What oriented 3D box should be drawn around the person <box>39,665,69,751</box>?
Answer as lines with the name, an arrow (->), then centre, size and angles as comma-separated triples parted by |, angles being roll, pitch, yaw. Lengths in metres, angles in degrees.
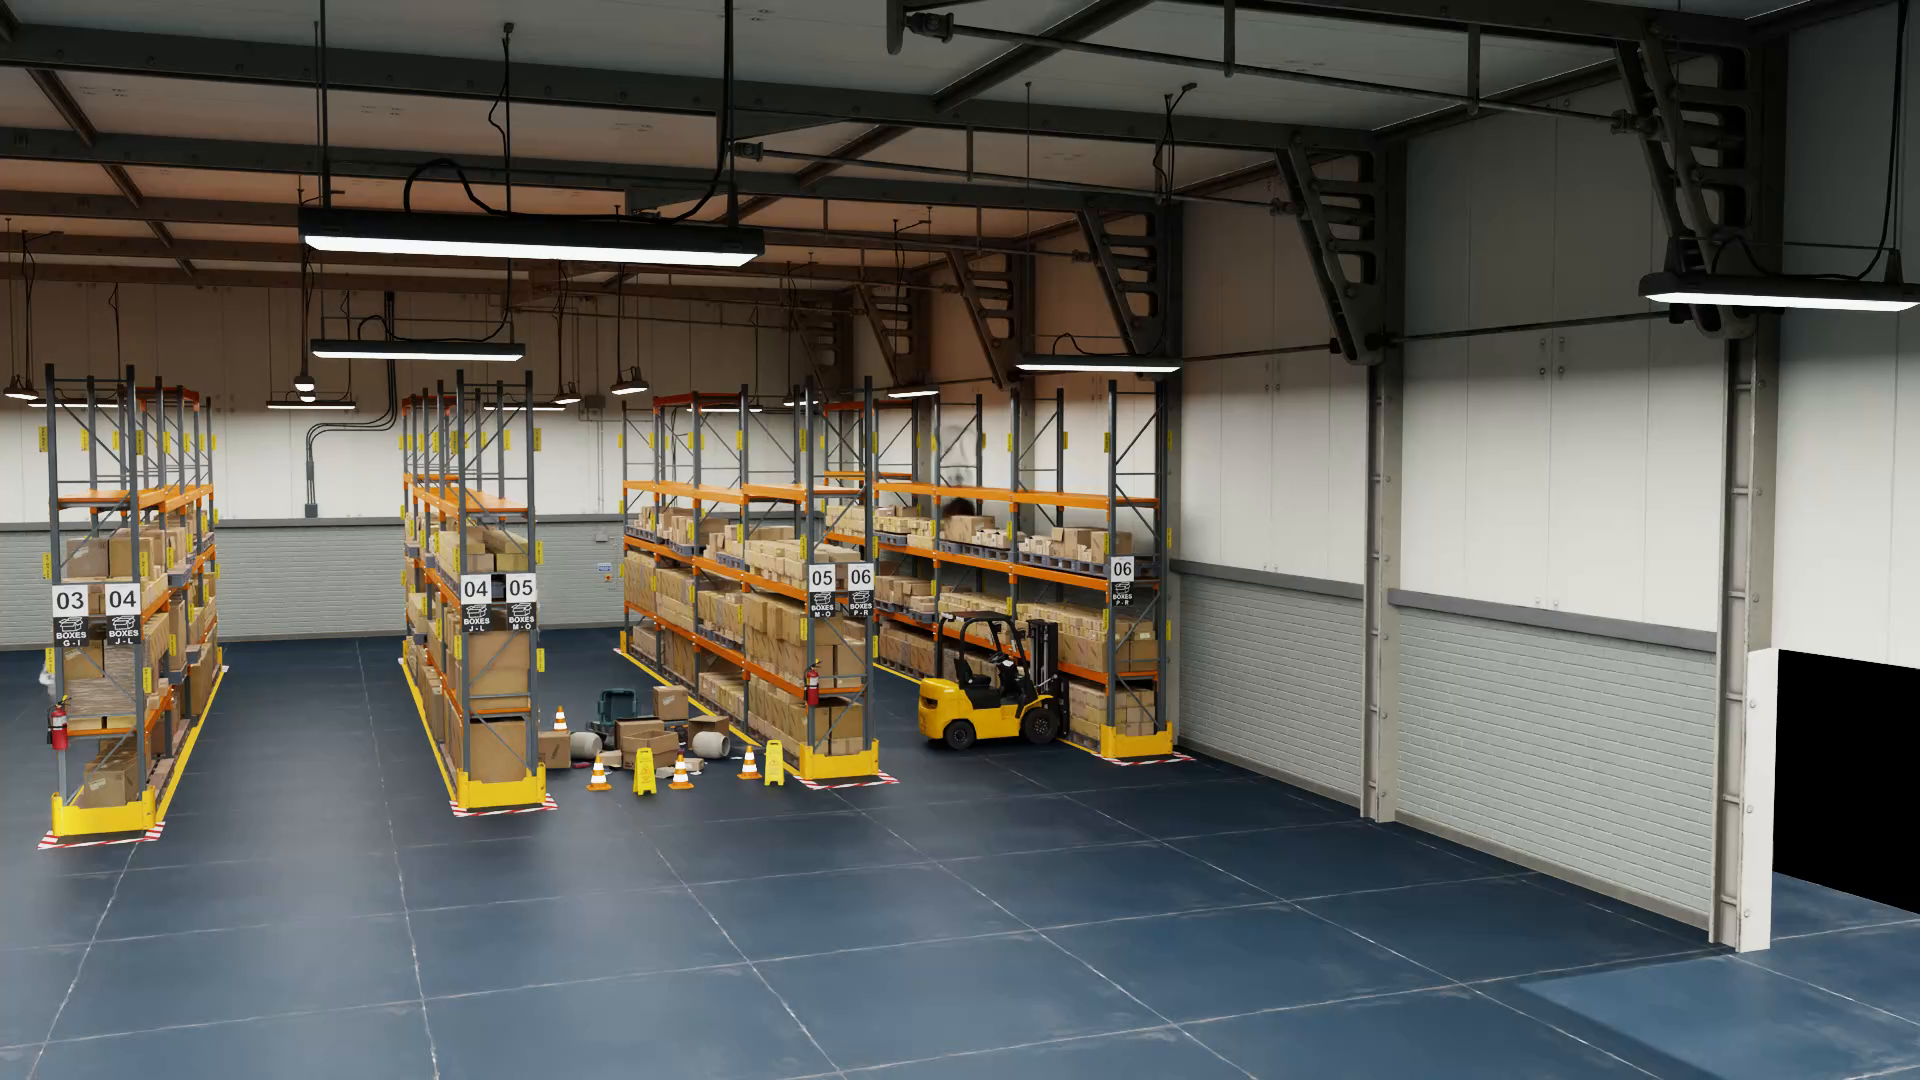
person -> -14.828, 2.582, 27.441 | 0.613, 1.680, 1.018 | -2, 4, -25
